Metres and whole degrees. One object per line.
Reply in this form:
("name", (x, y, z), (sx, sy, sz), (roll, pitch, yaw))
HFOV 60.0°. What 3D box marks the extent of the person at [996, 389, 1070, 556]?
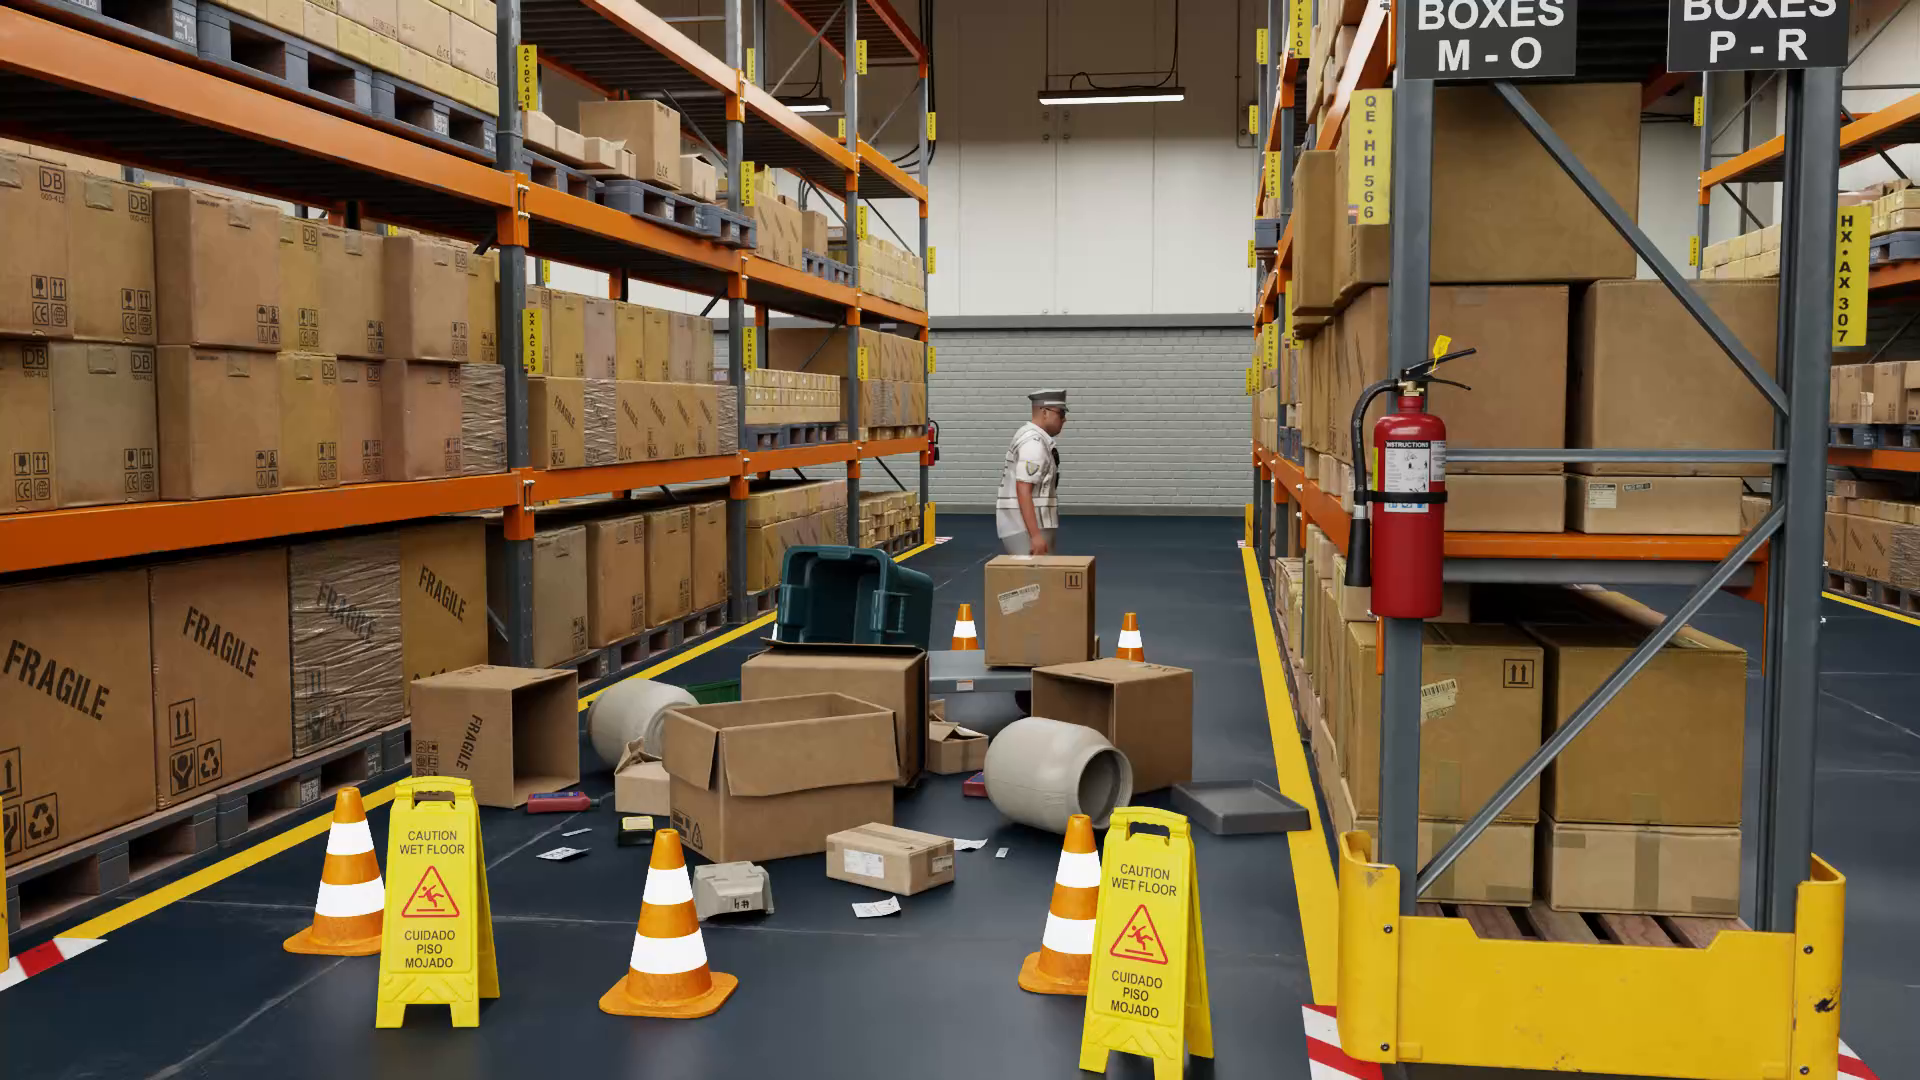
("person", (0.440, -0.034, 10.030), (0.435, 1.748, 0.590), (1, 4, 8))
